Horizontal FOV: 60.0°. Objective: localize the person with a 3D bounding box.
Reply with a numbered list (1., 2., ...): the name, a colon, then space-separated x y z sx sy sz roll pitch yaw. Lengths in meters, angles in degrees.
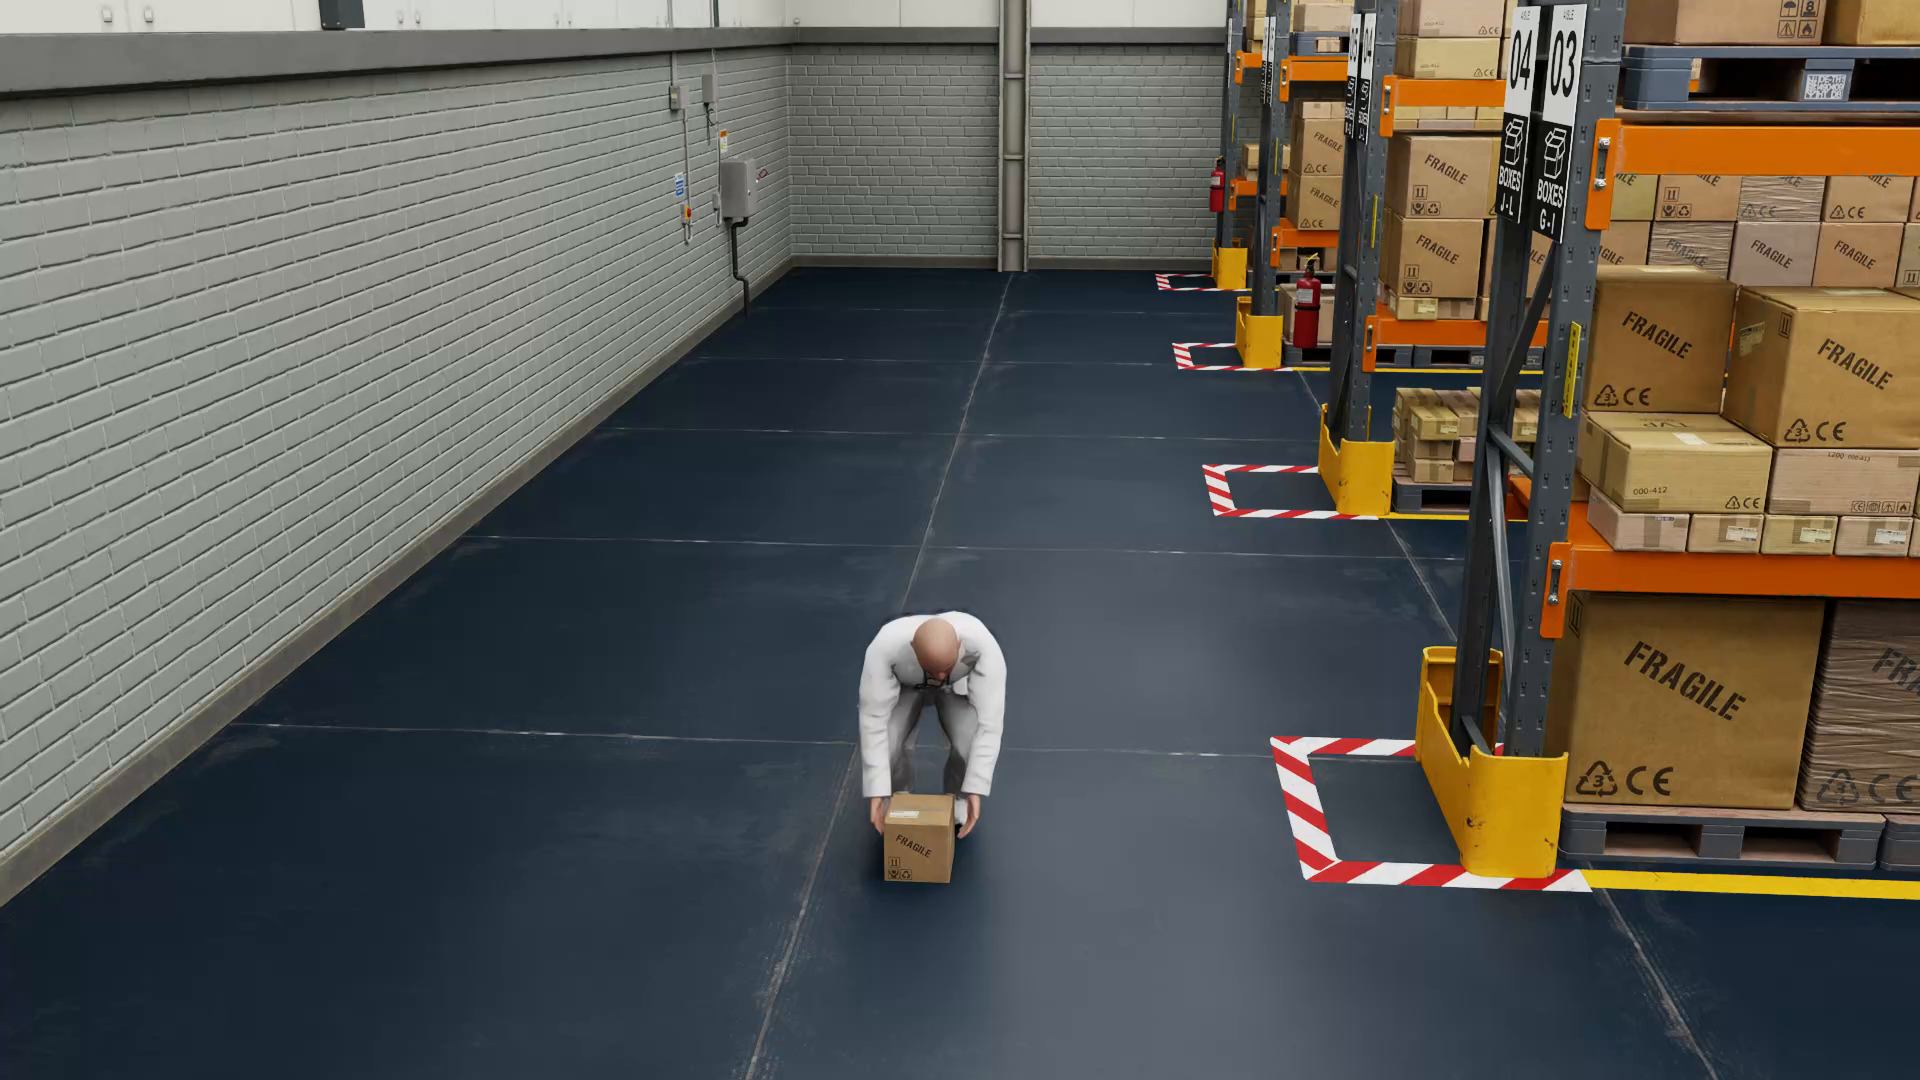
1. person: -0.116 0.718 6.693 0.611 0.930 0.896 1 17 4
